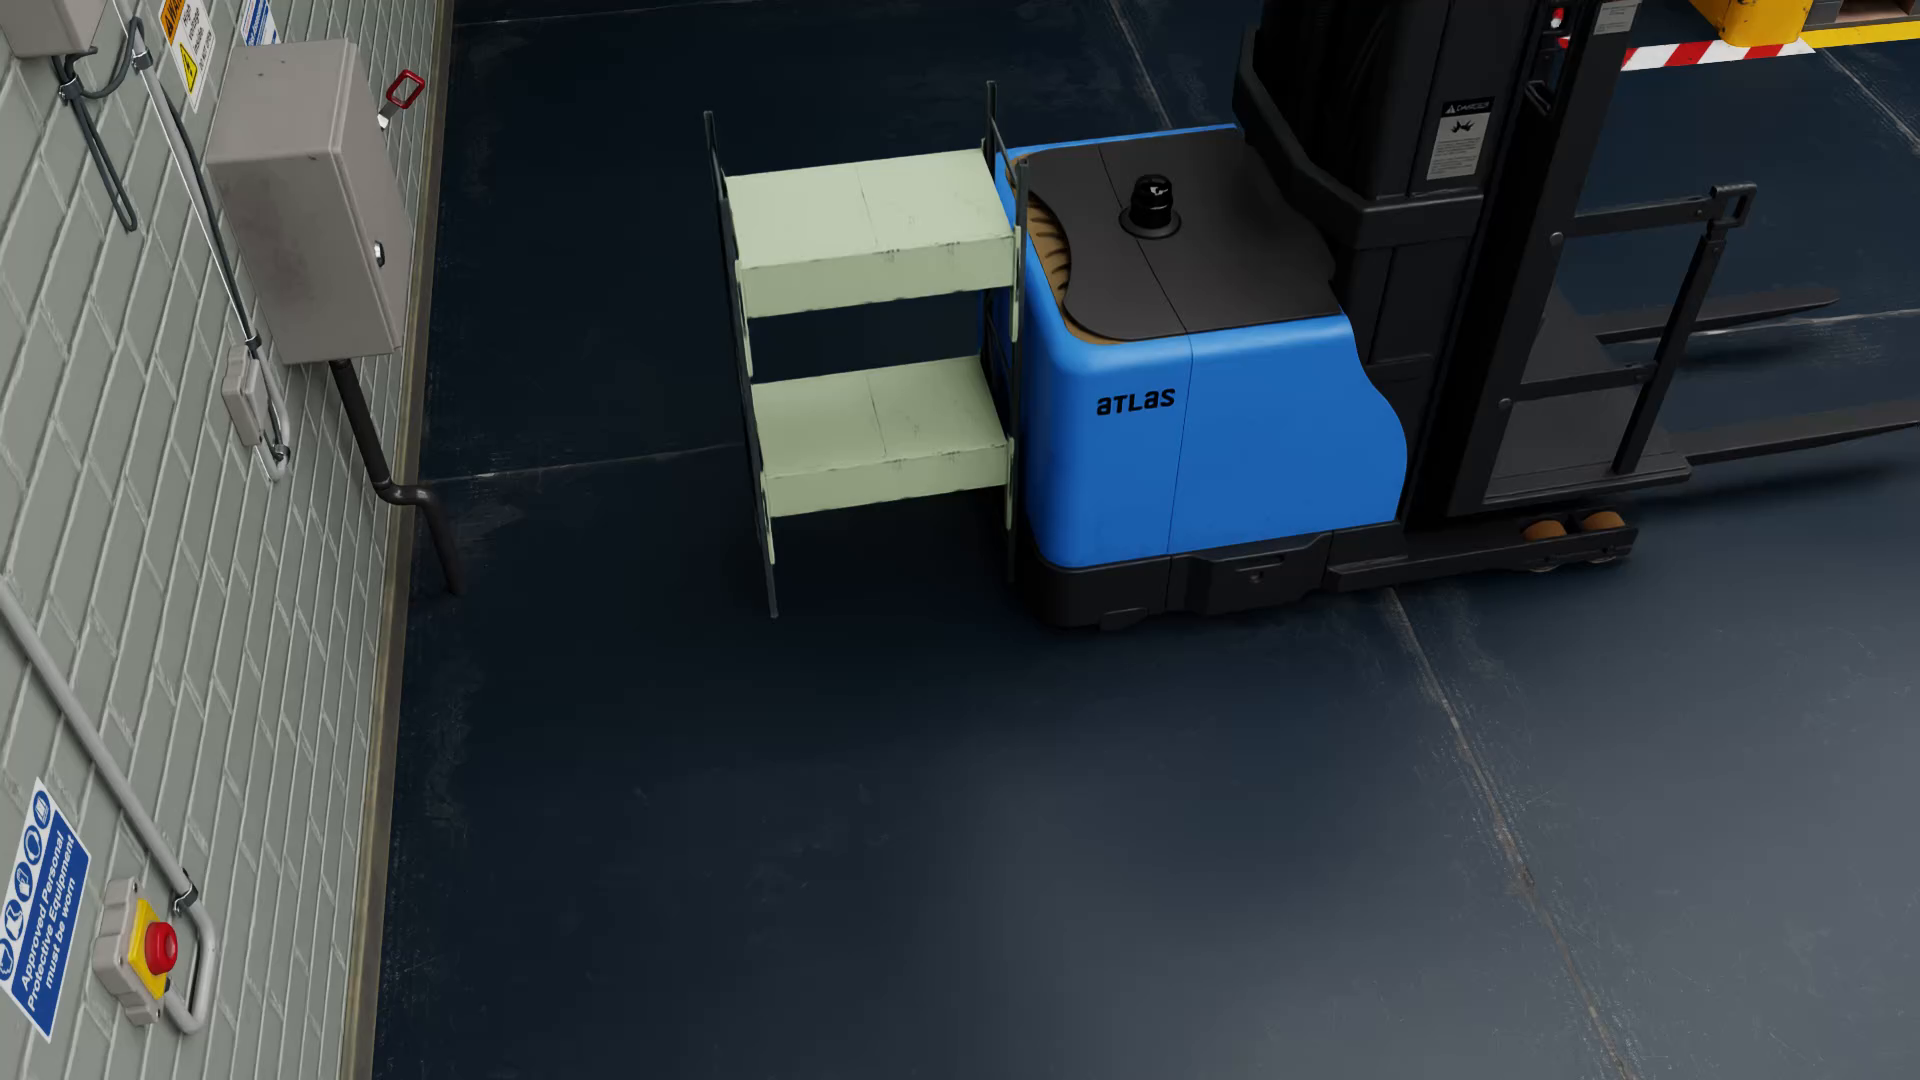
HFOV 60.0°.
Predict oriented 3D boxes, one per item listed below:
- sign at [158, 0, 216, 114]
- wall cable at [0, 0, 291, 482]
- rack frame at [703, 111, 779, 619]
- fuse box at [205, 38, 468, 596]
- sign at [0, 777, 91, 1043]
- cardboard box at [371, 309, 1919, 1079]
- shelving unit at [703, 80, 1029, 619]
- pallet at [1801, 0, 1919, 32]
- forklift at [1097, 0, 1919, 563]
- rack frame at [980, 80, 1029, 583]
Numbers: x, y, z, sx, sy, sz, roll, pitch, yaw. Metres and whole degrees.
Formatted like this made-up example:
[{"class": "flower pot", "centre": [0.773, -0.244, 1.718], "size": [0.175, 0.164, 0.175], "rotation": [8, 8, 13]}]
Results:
[{"class": "sign", "centre": [-1.711, -1.135, 3.687], "size": [0.001, 0.242, 0.339], "rotation": [-7, 46, -7]}, {"class": "wall cable", "centre": [-1.555, -0.762, 3.195], "size": [0.122, 1.984, 0.588], "rotation": [-7, 46, -7]}, {"class": "rack frame", "centre": [-0.599, -0.426, 4.619], "size": [0.023, 1.500, 0.400], "rotation": [-8, 47, -8]}, {"class": "fuse box", "centre": [-1.516, -0.466, 4.510], "size": [0.414, 1.711, 0.539], "rotation": [-7, 46, -7]}, {"class": "sign", "centre": [-1.354, 0.544, 2.455], "size": [0.001, 0.218, 0.327], "rotation": [-7, 46, -7]}, {"class": "cardboard box", "centre": [5.311, 0.540, 3.654], "size": [13.522, 1.550, 6.103], "rotation": [-8, 47, -7]}, {"class": "shelving unit", "centre": [-0.241, -0.478, 4.670], "size": [0.755, 1.500, 0.400], "rotation": [-8, 47, -8]}, {"class": "pallet", "centre": [4.261, -2.775, 7.777], "size": [1.213, 0.211, 1.003], "rotation": [-7, 46, -7]}, {"class": "forklift", "centre": [1.662, -1.255, 4.485], "size": [2.937, 2.843, 1.107], "rotation": [-8, 47, -8]}, {"class": "rack frame", "centre": [0.118, -0.531, 4.720], "size": [0.023, 1.500, 0.400], "rotation": [-8, 47, -8]}]
